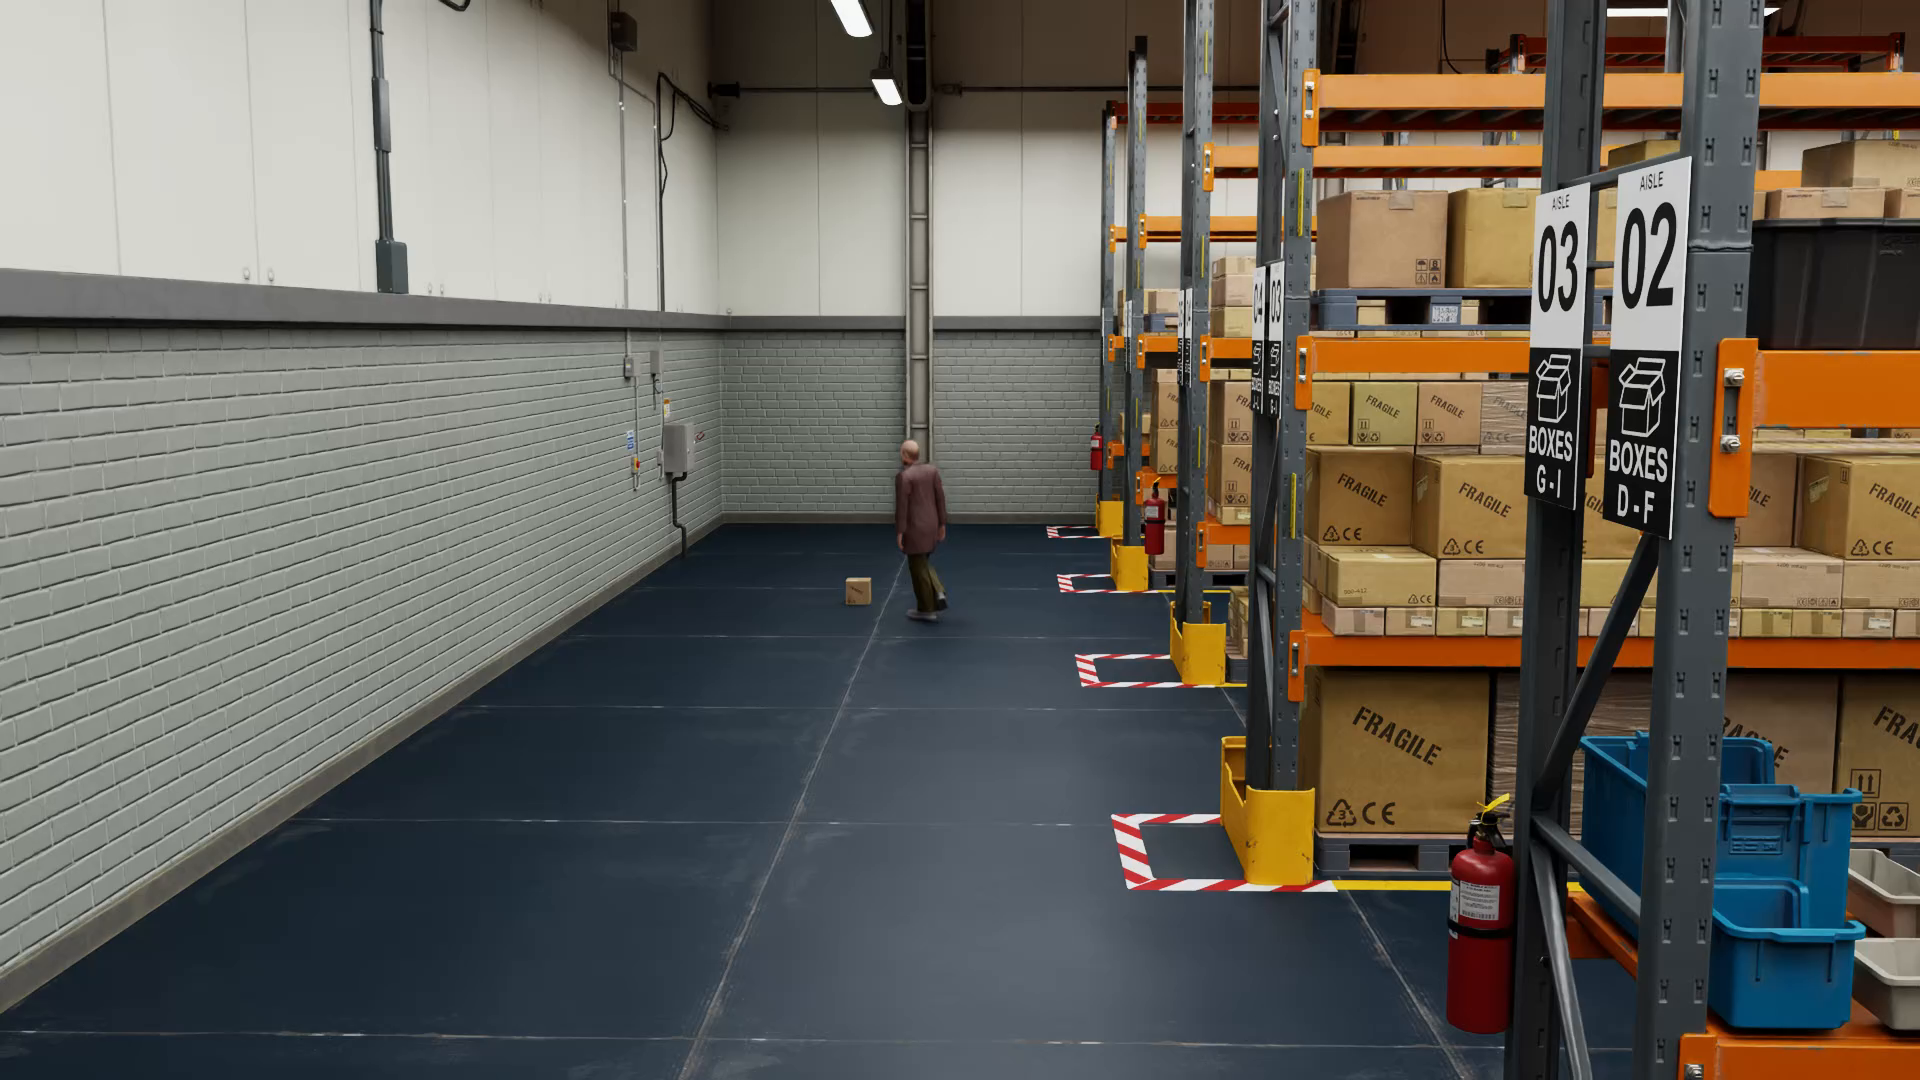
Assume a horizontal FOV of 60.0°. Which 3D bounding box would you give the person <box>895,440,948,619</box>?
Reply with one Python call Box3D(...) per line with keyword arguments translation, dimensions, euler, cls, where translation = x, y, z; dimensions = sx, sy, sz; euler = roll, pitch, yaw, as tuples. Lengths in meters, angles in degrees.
Box3D(translation=(-0.384, -0.102, 16.495), dimensions=(0.539, 1.770, 0.608), euler=(6, 9, 40), cls="person")
